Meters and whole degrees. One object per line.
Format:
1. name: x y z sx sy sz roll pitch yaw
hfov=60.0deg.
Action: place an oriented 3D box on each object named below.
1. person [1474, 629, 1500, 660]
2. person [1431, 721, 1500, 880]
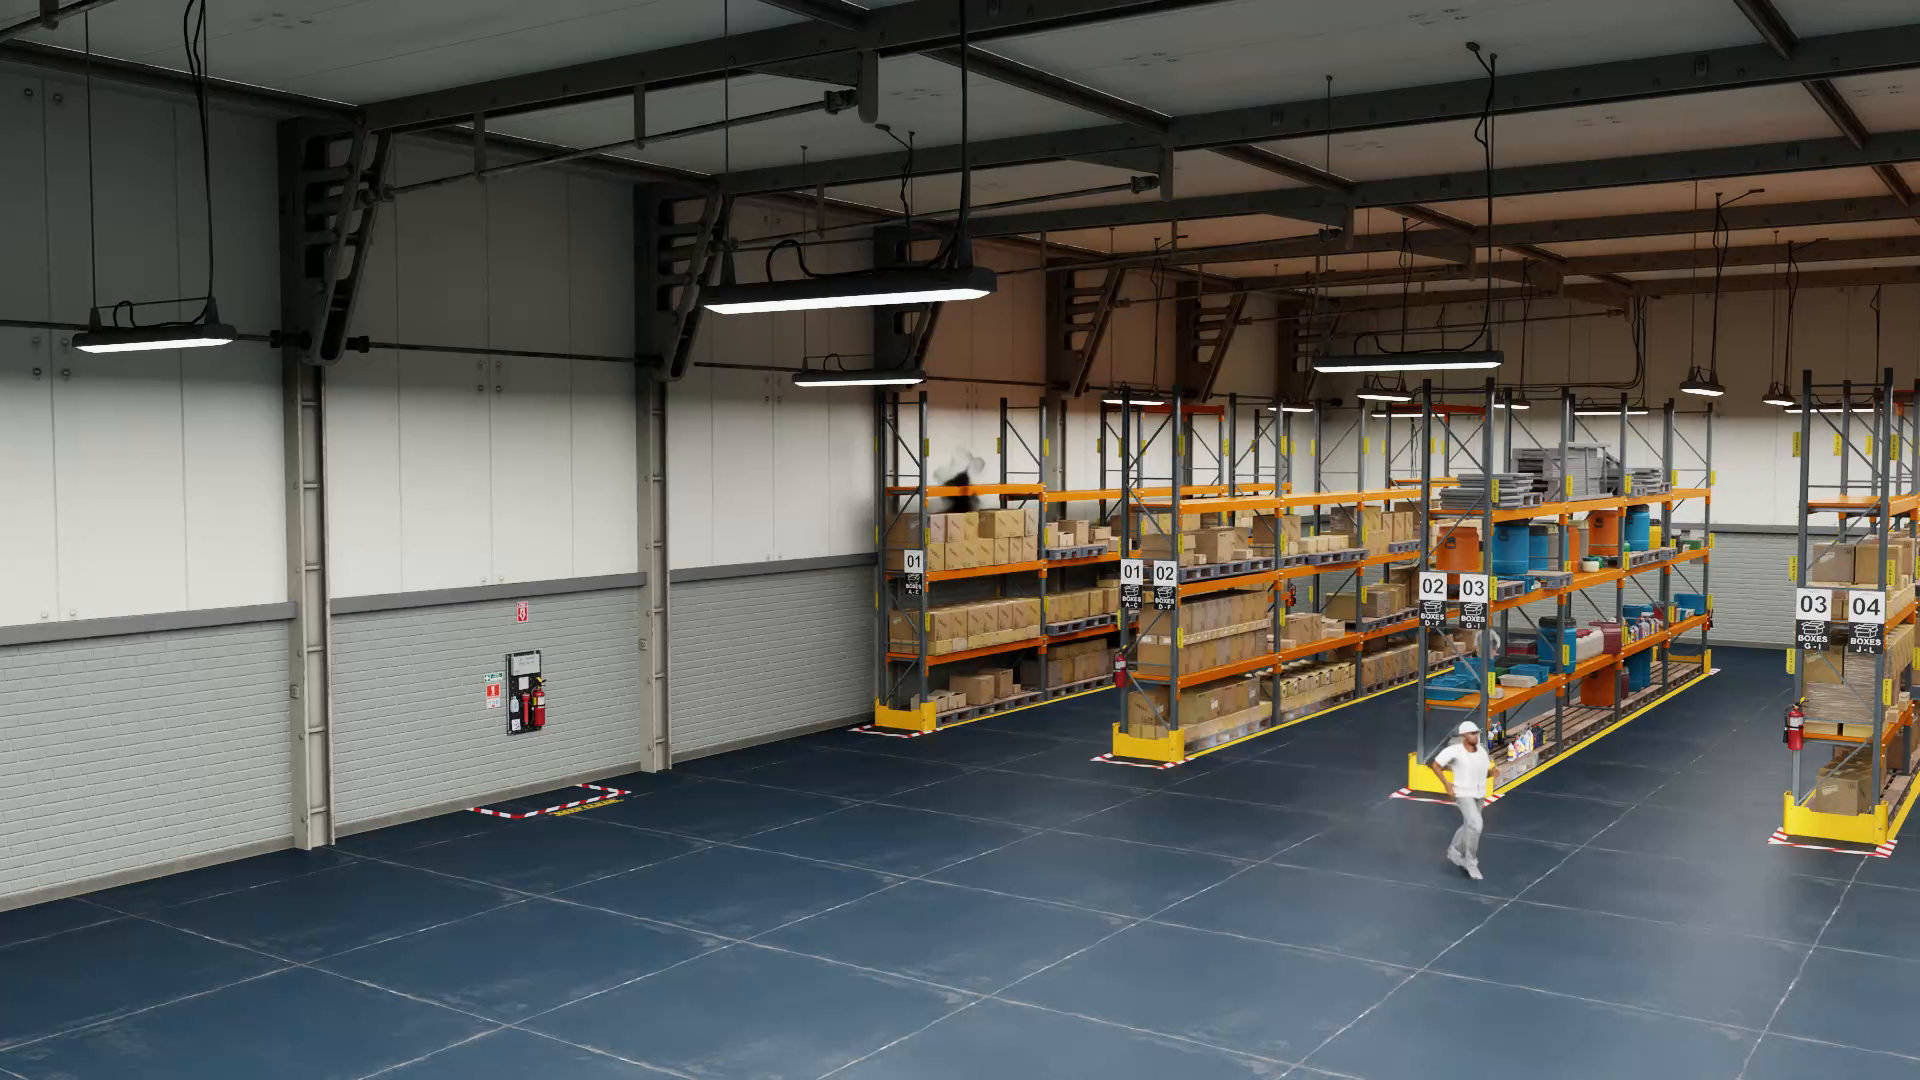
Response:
1. person: 10.584 2.352 33.457 0.507 1.558 0.586 2 4 28
2. person: 5.975 3.036 19.511 0.673 1.823 0.720 -2 4 -31
